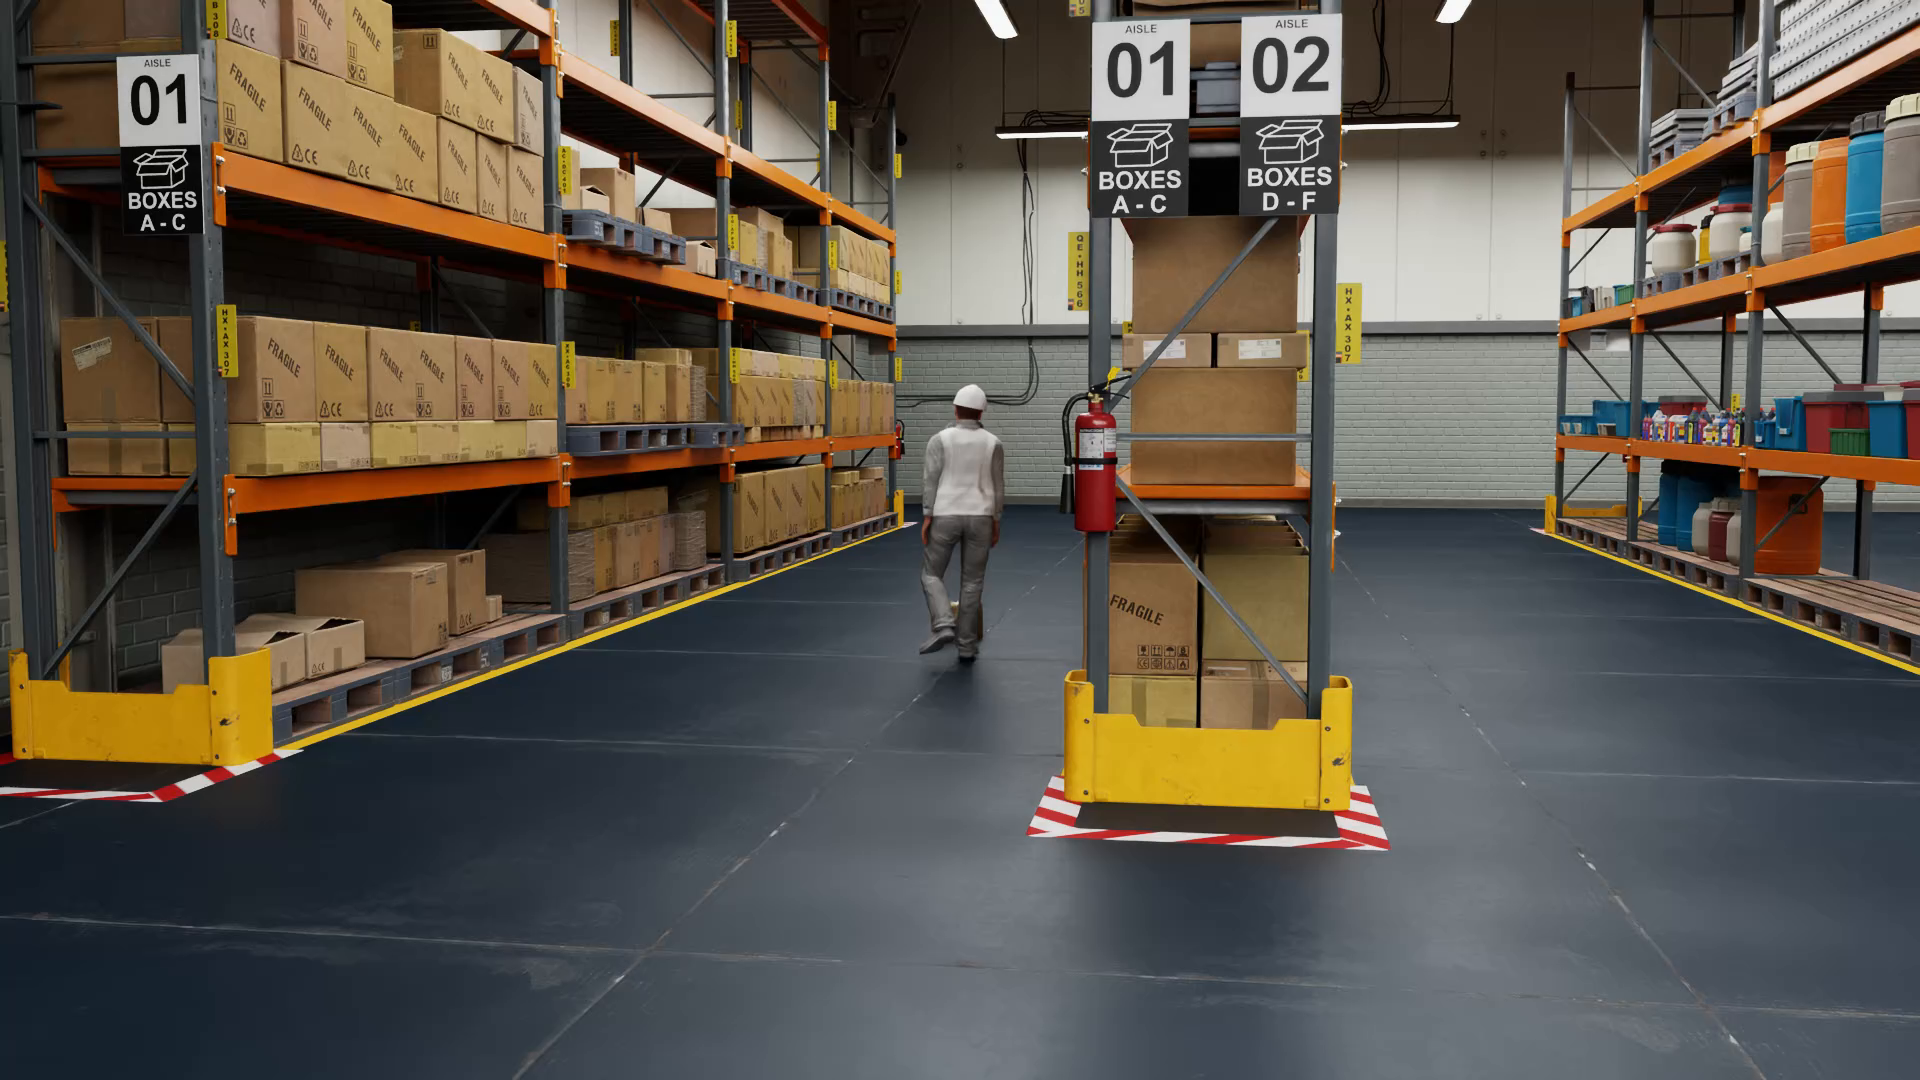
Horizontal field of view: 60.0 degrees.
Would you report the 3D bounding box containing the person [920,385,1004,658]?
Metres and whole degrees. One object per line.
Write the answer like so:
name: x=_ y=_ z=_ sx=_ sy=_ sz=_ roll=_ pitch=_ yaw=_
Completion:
person: x=0.015 y=-0.126 z=10.796 sx=0.563 sy=1.763 sz=0.473 roll=0 pitch=4 yaw=-5
